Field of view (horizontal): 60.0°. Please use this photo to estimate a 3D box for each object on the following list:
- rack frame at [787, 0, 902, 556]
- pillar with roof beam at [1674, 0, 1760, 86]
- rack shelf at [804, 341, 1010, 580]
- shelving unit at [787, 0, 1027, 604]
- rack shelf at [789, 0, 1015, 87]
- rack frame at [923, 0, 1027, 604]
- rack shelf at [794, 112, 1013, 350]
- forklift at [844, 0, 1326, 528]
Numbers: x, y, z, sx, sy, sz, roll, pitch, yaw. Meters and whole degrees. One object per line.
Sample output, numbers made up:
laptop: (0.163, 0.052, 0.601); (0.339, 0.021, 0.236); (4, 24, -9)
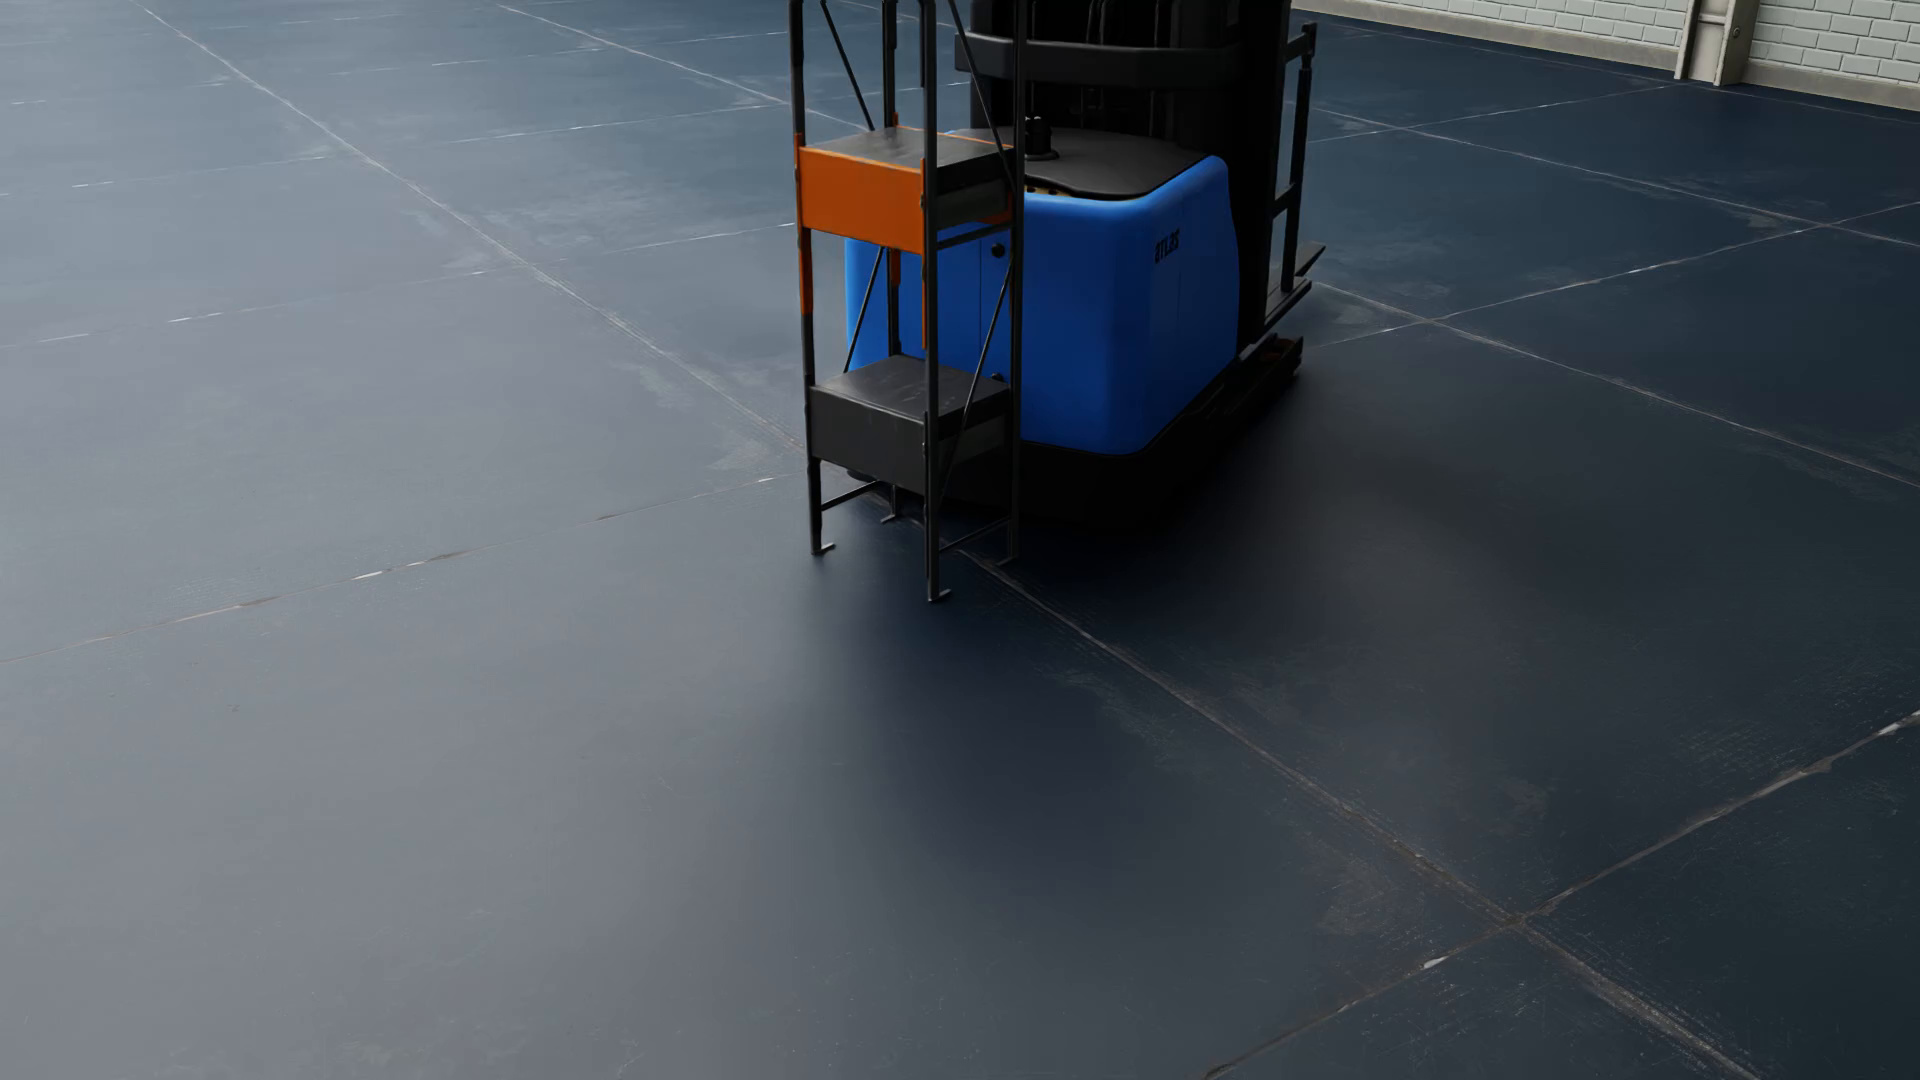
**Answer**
rack frame: (-0.326, -0.966, 4.836); (0.015, 2.100, 0.400); (20, 32, 36)
pillar with roof beam: (2.103, -6.575, 8.636); (9.100, 9.000, 0.400); (-16, 29, -30)
rack shelf: (-0.142, -0.252, 4.996); (0.480, 0.518, 0.431); (20, 32, 36)
shelving unit: (-0.142, -0.898, 4.692); (0.503, 2.100, 0.431); (20, 32, 36)
rack shelf: (-0.142, -1.518, 4.399); (0.480, 0.518, 0.431); (20, 32, 36)
rack frame: (0.043, -0.829, 4.547); (0.015, 2.100, 0.400); (20, 32, 36)
rack shelf: (-0.142, -0.885, 4.697); (0.480, 0.518, 0.431); (20, 32, 36)
forklift: (0.711, -1.960, 5.968); (1.130, 2.935, 3.031); (12, 28, 23)
